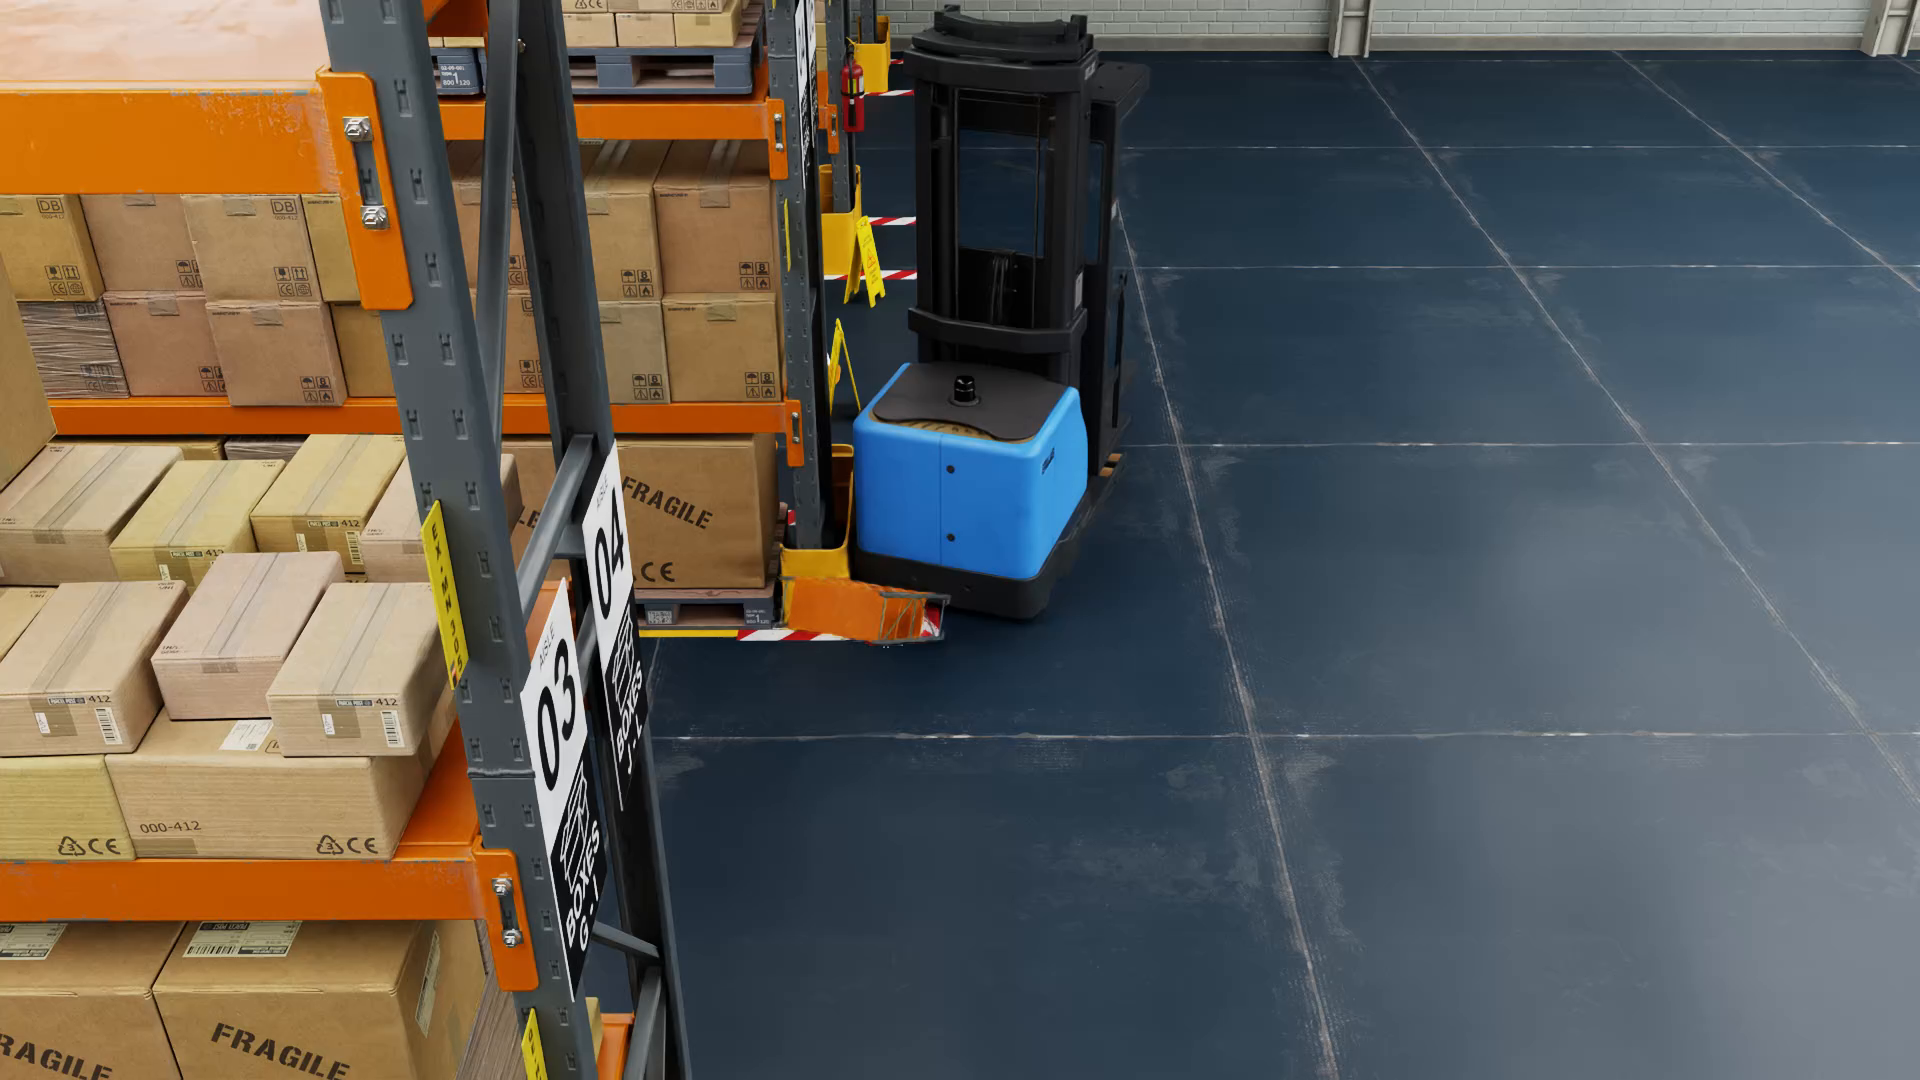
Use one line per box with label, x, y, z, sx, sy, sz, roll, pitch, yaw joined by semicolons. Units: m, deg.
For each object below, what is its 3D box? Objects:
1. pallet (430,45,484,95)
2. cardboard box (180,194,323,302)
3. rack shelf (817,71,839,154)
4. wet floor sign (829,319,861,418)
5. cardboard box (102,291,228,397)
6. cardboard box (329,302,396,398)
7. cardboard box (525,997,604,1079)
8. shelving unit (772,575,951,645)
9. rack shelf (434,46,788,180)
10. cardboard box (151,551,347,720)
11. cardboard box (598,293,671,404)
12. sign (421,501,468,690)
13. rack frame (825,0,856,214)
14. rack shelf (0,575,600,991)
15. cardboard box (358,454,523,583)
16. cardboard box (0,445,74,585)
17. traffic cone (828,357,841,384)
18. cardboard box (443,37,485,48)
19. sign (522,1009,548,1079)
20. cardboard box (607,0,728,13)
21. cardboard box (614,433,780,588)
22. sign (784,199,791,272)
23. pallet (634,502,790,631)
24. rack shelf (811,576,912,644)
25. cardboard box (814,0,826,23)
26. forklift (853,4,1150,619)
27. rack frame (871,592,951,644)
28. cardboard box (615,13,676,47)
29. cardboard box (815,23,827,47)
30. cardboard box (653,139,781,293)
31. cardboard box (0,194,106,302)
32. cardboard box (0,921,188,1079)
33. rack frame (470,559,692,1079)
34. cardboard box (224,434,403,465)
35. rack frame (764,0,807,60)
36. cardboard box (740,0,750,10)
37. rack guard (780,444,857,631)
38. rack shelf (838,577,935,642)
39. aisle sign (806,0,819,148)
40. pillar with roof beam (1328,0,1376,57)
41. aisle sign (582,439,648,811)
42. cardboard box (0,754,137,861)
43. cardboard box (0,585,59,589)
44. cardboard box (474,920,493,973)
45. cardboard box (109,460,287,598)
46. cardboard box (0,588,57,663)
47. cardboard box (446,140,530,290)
pallet;-2.756;-2.334;7.789;1.213;0.211;1.003;0;31;0
cardboard box;-3.332;-1.592;8.186;0.550;0.550;0.875;0;31;0
rack shelf;-2.922;-3.356;12.973;4.000;0.370;1.077;0;31;0
wet floor sign;-0.774;-1.124;10.869;0.232;0.644;0.267;-5;32;-9
cardboard box;-3.873;-1.175;8.540;0.550;0.550;0.875;0;31;0
cardboard box;-2.803;-1.170;8.531;0.500;0.550;0.875;0;31;0
cardboard box;-1.149;1.455;4.592;0.250;0.149;0.380;0;31;0
shelving unit;-0.459;0.344;8.219;0.503;0.258;1.200;9;0;15
rack shelf;-2.791;-2.072;7.963;4.000;0.370;1.077;0;31;0
cardboard box;-1.399;0.184;3.312;0.250;0.149;0.380;-1;31;-2
cardboard box;-1.712;-1.129;8.464;0.550;0.550;0.875;0;31;0
sign;-0.879;0.097;2.842;0.005;0.325;0.100;0;31;0
rack frame;-0.922;-3.670;12.797;0.127;3.000;1.000;0;31;0
rack shelf;-2.863;0.502;3.722;4.000;0.370;1.077;0;31;0
cardboard box;-1.139;-0.038;3.678;0.250;0.149;0.380;0;31;-1
cardboard box;-2.167;-0.060;3.714;0.250;0.149;0.380;0;31;0
traffic cone;-0.998;-1.340;11.402;0.334;0.463;0.336;0;31;0
cardboard box;-2.140;-2.320;7.421;0.250;0.149;0.380;-1;31;-1
sign;-0.879;1.128;3.467;0.005;0.325;0.100;0;31;0
cardboard box;-1.279;-2.524;7.373;0.500;0.250;0.500;0;31;0
cardboard box;-1.469;-0.338;8.947;0.875;0.875;0.875;0;31;0
sign;-0.802;-1.418;7.739;0.005;0.325;0.100;0;31;0
pallet;-1.591;0.132;9.218;1.213;0.211;1.003;0;31;0
rack shelf;-0.499;0.338;8.068;0.480;0.258;0.148;9;0;15
cardboard box;-1.415;-5.513;17.116;0.500;0.250;0.500;1;31;1
forklift;0.390;-1.589;9.433;1.130;2.935;3.031;10;33;16
rack frame;-0.226;0.380;8.156;0.015;0.240;1.200;9;0;15
cardboard box;-1.374;-2.323;7.425;0.250;0.149;0.380;0;31;0
cardboard box;-1.441;-5.299;17.245;0.500;0.250;0.500;-1;31;-1
cardboard box;-1.163;-1.648;8.277;0.550;0.550;0.875;0;31;0
cardboard box;-4.422;-1.600;8.198;0.550;0.550;0.875;0;31;0
cardboard box;-1.911;1.007;3.740;0.500;0.500;0.500;0;31;0
rack frame;-0.863;1.470;4.324;0.127;3.000;1.000;0;31;0
cardboard box;-3.261;-0.332;8.938;0.875;0.875;0.875;0;31;0
rack frame;-0.791;-3.668;7.009;0.127;3.000;1.000;0;31;0
cardboard box;-1.136;-2.665;7.990;0.250;0.149;0.380;0;31;0
rack guard;-0.767;-0.034;9.214;0.348;0.500;1.175;0;31;0
rack shelf;-0.392;0.354;8.476;0.480;0.258;0.148;9;0;15
aisle sign;-0.722;-2.370;8.148;0.004;0.787;0.394;0;31;0
pillar with roof beam;4.368;-7.061;12.601;0.400;9.000;9.100;0;31;0
aisle sign;-0.802;0.203;3.907;0.004;0.787;0.394;0;31;0
cardboard box;-1.842;0.388;3.360;0.500;0.250;0.500;0;31;0
cardboard box;-1.862;0.124;3.796;0.500;0.250;0.500;-1;31;-1
cardboard box;-1.414;0.733;4.192;0.500;0.500;0.500;0;31;0
cardboard box;-1.651;-0.022;3.653;0.250;0.149;0.380;-1;31;-1
cardboard box;-1.923;0.255;3.196;0.250;0.149;0.380;0;31;0
cardboard box;-2.273;-1.667;8.309;0.550;0.550;0.875;0;31;0
